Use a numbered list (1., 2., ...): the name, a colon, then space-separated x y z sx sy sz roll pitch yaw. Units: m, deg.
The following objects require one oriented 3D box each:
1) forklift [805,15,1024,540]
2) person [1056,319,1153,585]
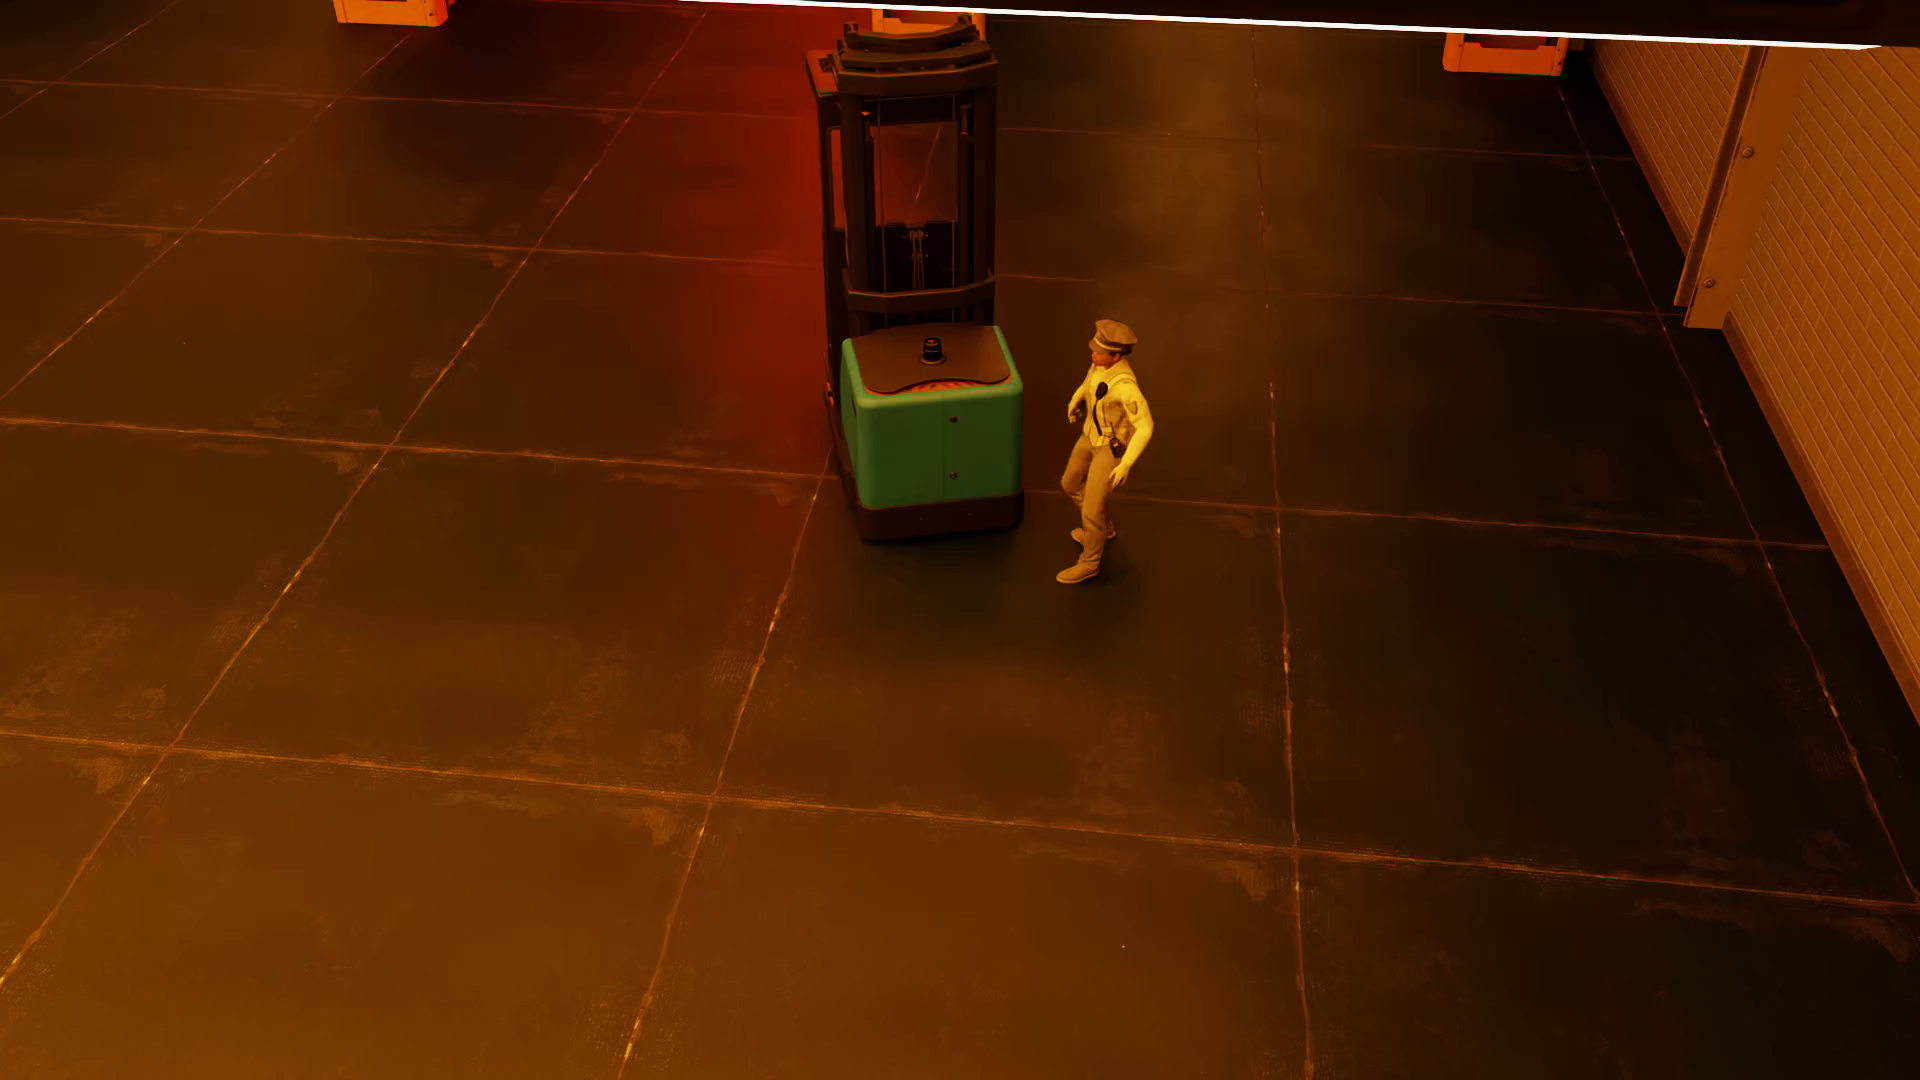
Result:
1. forklift: -0.364 -2.047 10.807 1.130 2.935 3.031 -6 37 -8
2. person: 0.784 -0.566 9.912 0.529 1.631 0.822 -9 37 -12
